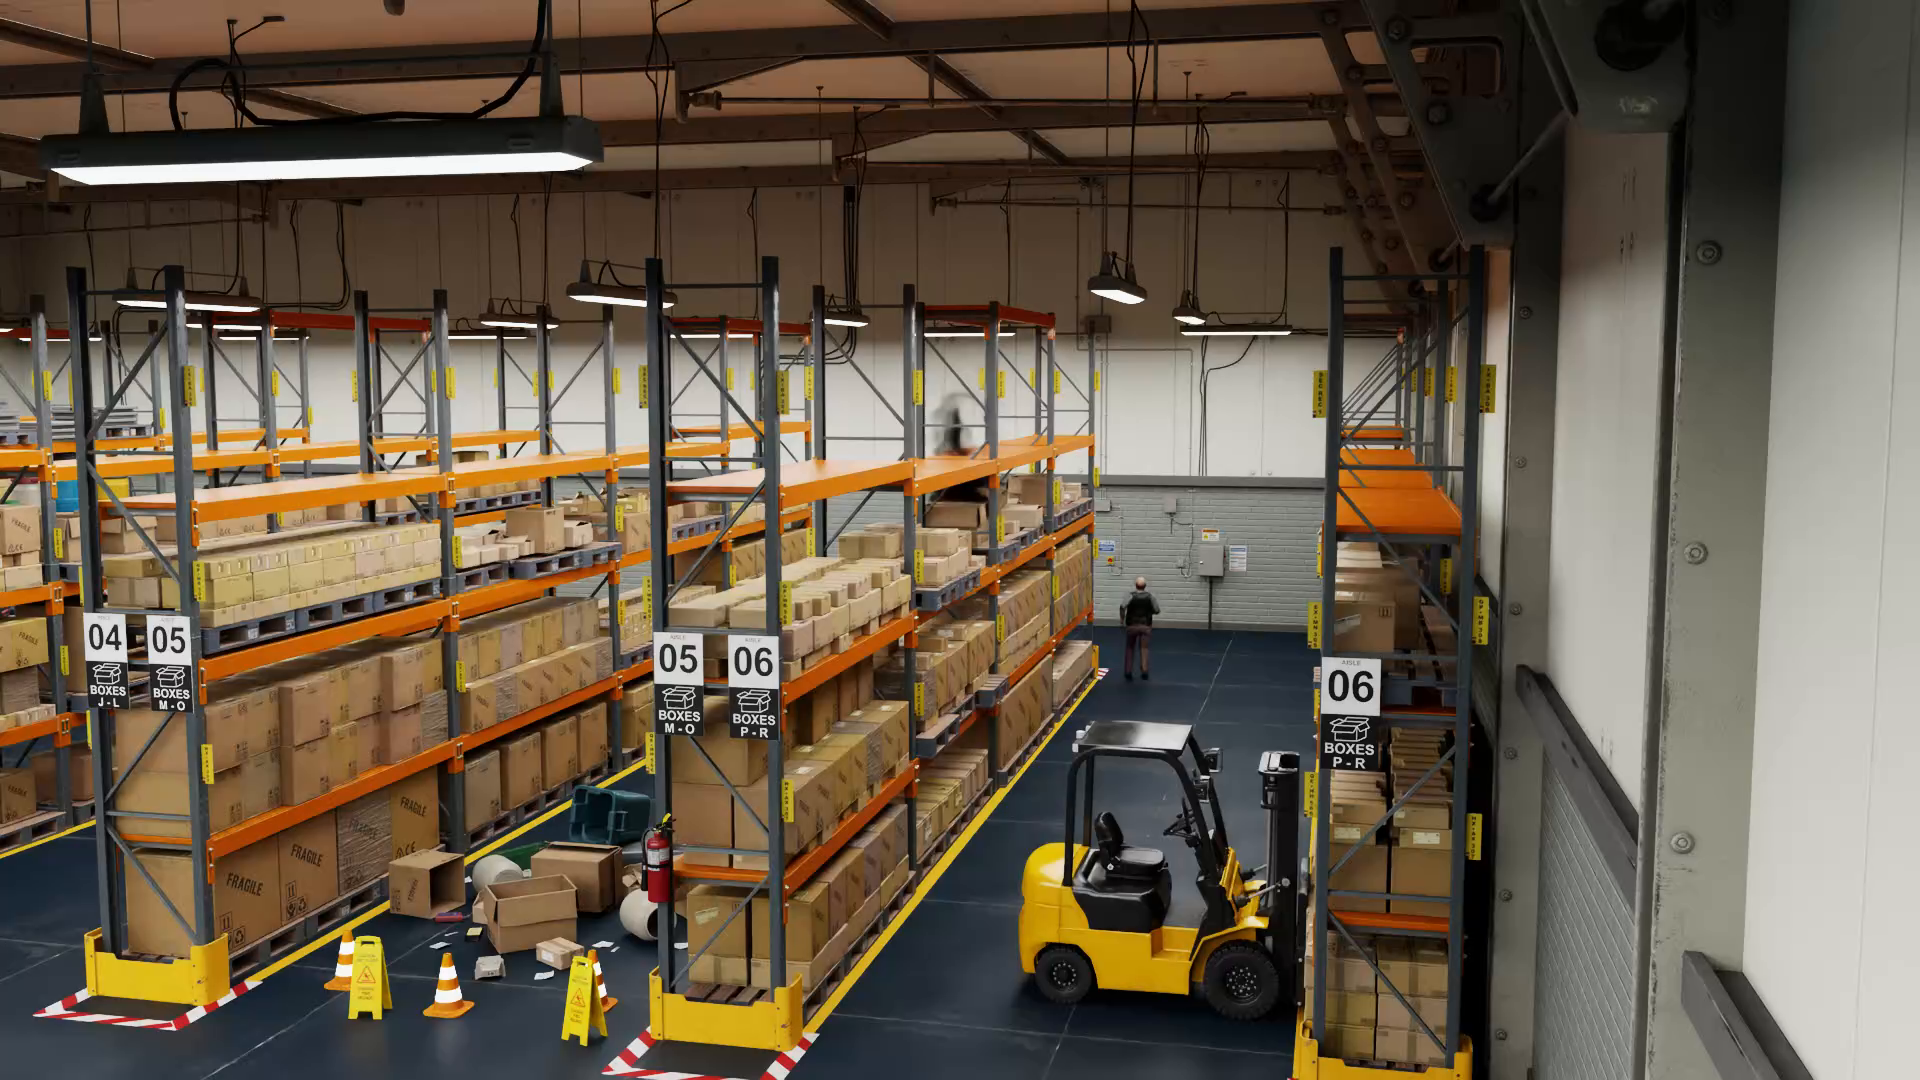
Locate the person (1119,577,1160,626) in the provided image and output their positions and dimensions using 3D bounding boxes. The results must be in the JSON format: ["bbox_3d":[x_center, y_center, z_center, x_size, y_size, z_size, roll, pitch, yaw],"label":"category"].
[{"bbox_3d":[2.983,1.038,27.691,0.692,0.843,0.549,0,6,1],"label":"person"}]
